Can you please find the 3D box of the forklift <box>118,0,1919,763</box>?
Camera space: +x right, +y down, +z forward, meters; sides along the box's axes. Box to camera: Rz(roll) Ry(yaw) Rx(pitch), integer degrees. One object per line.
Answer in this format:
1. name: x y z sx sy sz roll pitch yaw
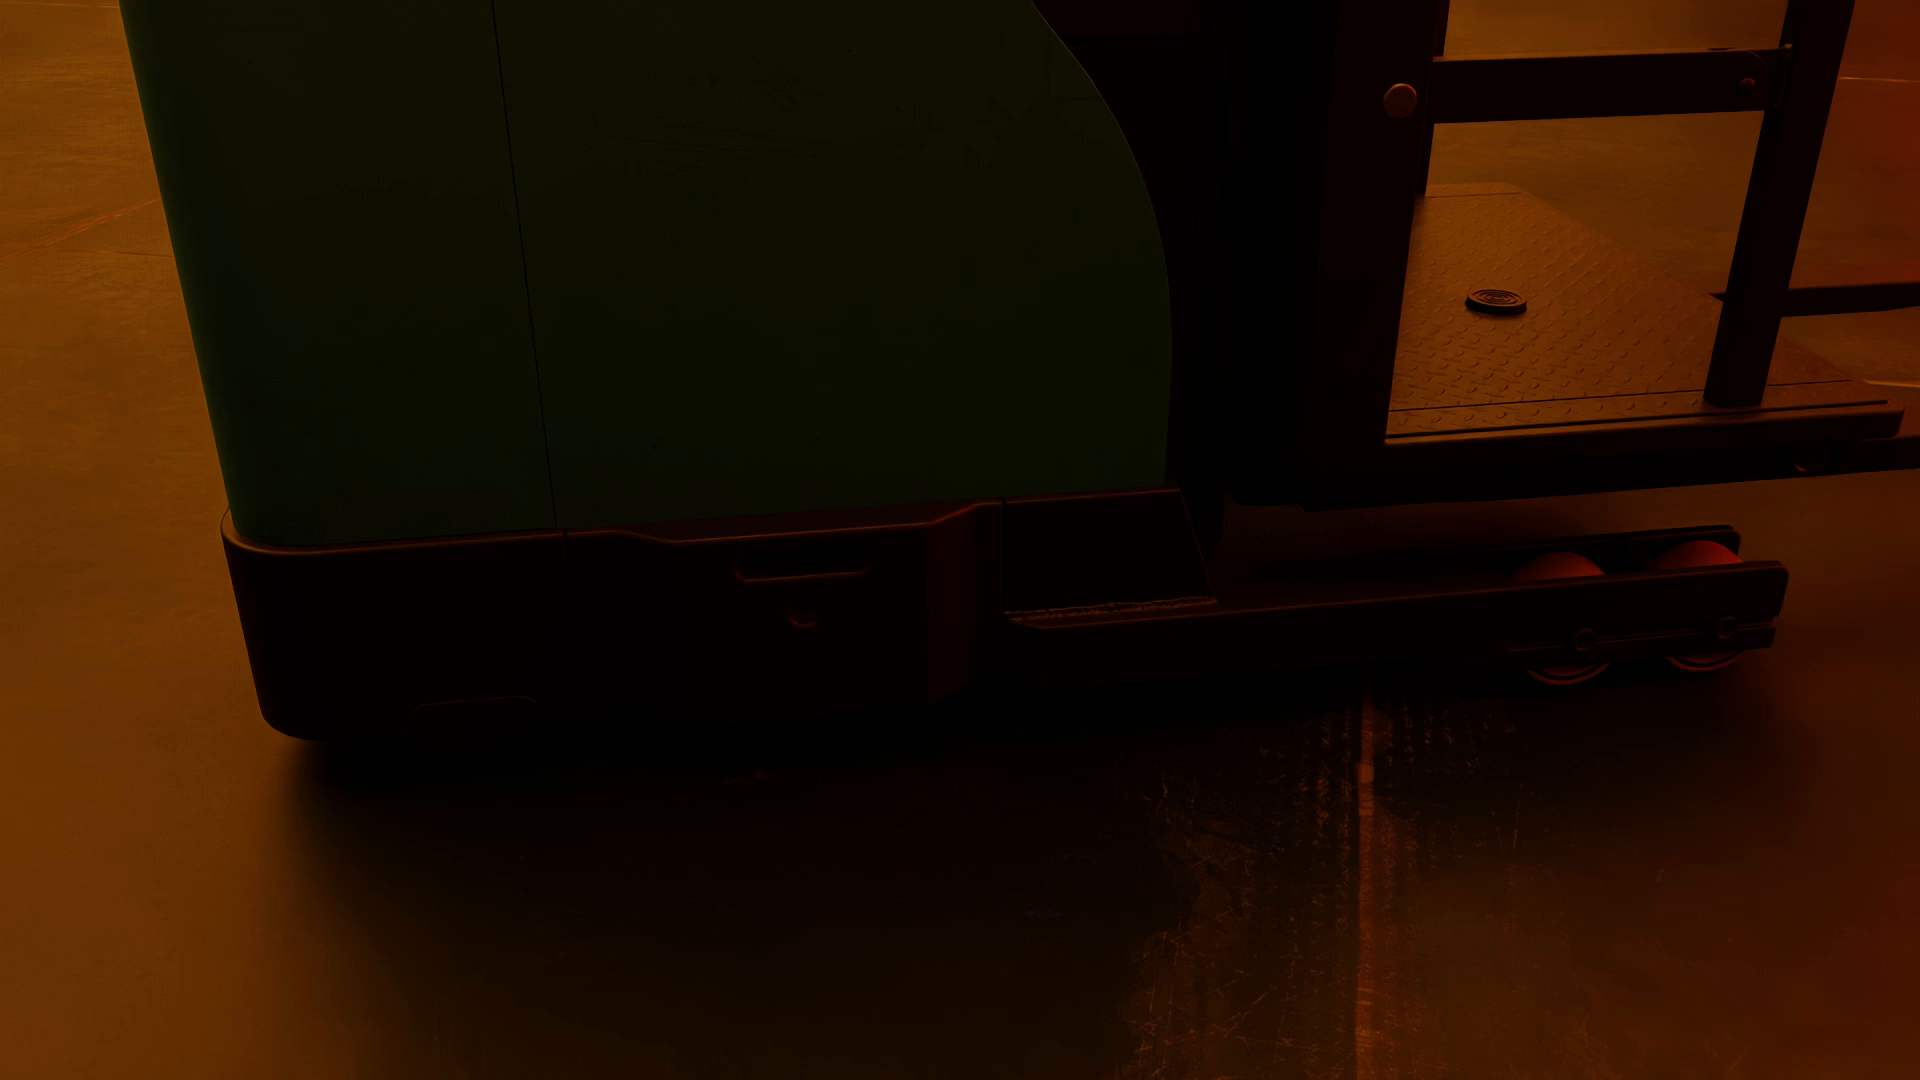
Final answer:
1. forklift: 0.600 -1.354 1.930 3.031 2.935 1.130 -4 27 -9
